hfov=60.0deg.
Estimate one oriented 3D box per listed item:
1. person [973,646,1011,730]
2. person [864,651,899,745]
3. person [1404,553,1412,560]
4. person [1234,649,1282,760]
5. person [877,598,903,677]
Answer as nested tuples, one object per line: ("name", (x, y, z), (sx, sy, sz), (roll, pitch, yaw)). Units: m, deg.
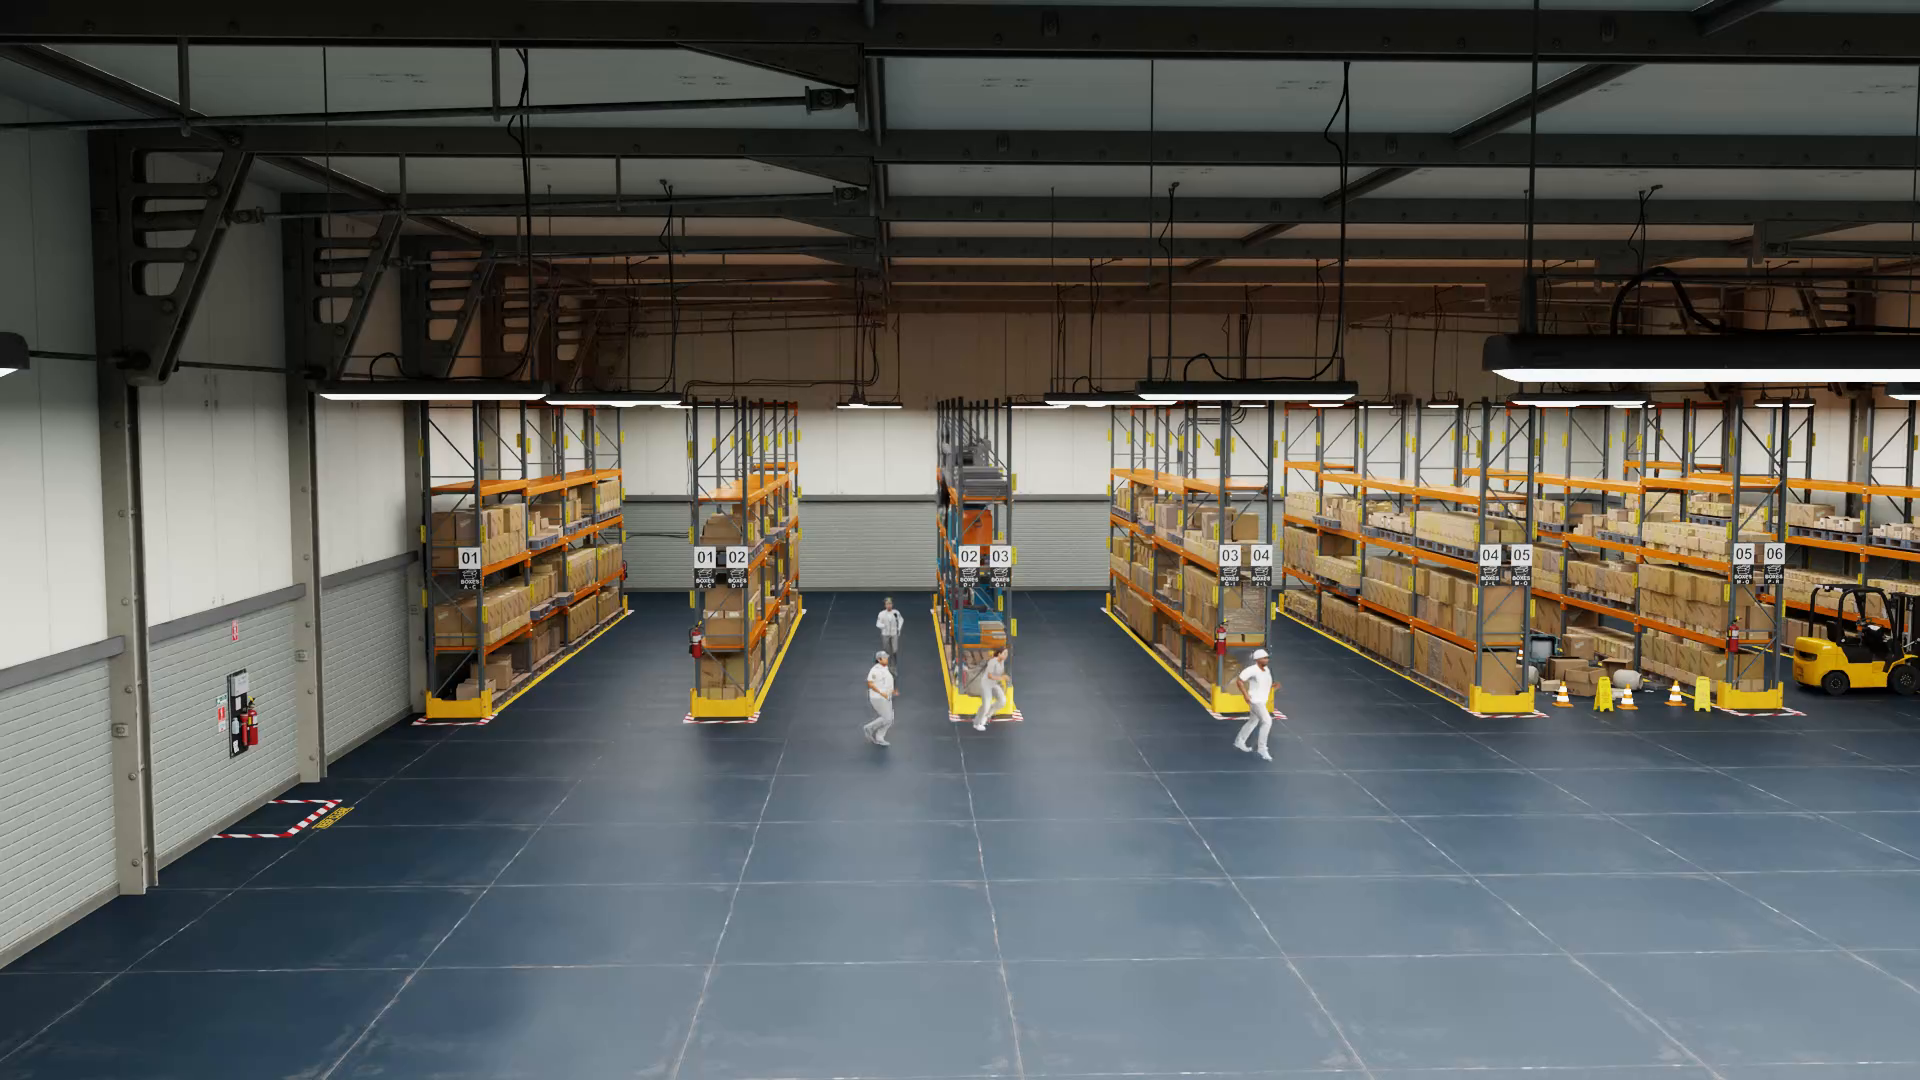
("person", (0.621, 2.654, 29.857), (0.839, 1.528, 0.586), (3, 6, 37))
("person", (-1.354, 2.711, 28.535), (0.543, 1.620, 0.587), (2, 5, 19))
("person", (13.257, 1.057, 49.276), (0.519, 1.728, 0.684), (0, 4, 3))
("person", (4.928, 2.710, 27.603), (0.785, 1.821, 0.686), (3, 5, 31))
("person", (-1.515, 2.105, 36.055), (0.590, 1.740, 0.726), (0, 4, -4))
